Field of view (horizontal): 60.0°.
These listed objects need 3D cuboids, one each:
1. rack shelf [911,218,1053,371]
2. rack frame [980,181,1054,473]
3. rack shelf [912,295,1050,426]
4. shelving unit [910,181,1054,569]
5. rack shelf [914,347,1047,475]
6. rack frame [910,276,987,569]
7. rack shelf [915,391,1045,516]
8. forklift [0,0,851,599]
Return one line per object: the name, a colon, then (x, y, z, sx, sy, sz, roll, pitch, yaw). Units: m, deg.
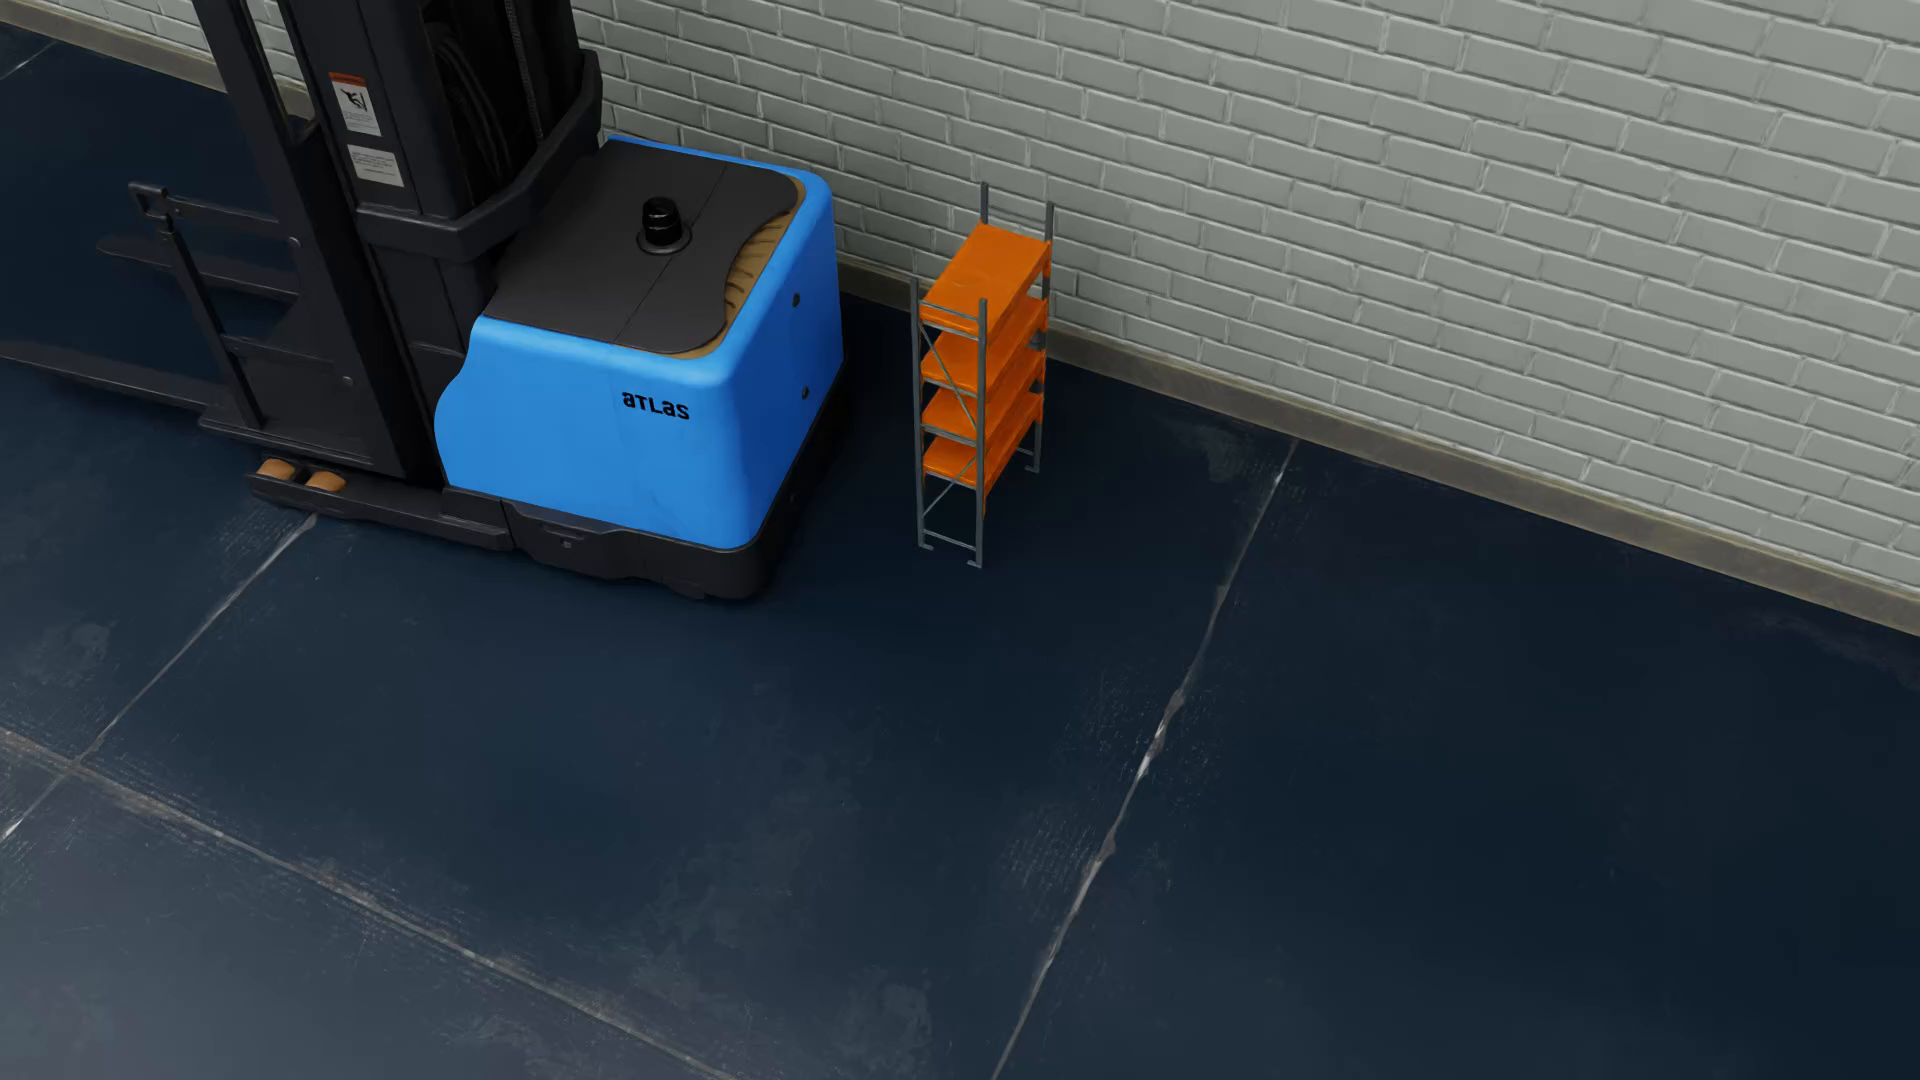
rack shelf: (0.071, -0.757, 5.091, 0.258, 0.148, 0.480, 20, 52, 16)
rack frame: (0.175, -0.671, 5.533, 0.240, 1.200, 0.015, 20, 52, 16)
rack shelf: (0.071, -0.604, 5.271, 0.258, 0.148, 0.480, 20, 52, 16)
shelving unit: (0.071, -0.503, 5.390, 0.258, 1.200, 0.503, 20, 52, 16)
rack shelf: (0.071, -0.459, 5.441, 0.258, 0.148, 0.480, 20, 52, 16)
rack frame: (-0.034, -0.335, 5.247, 0.240, 1.200, 0.015, 20, 52, 16)
rack shelf: (0.071, -0.331, 5.592, 0.258, 0.148, 0.480, 20, 52, 16)
forklift: (-1.973, -1.403, 5.020, 3.031, 2.935, 1.130, 13, 51, 11)
